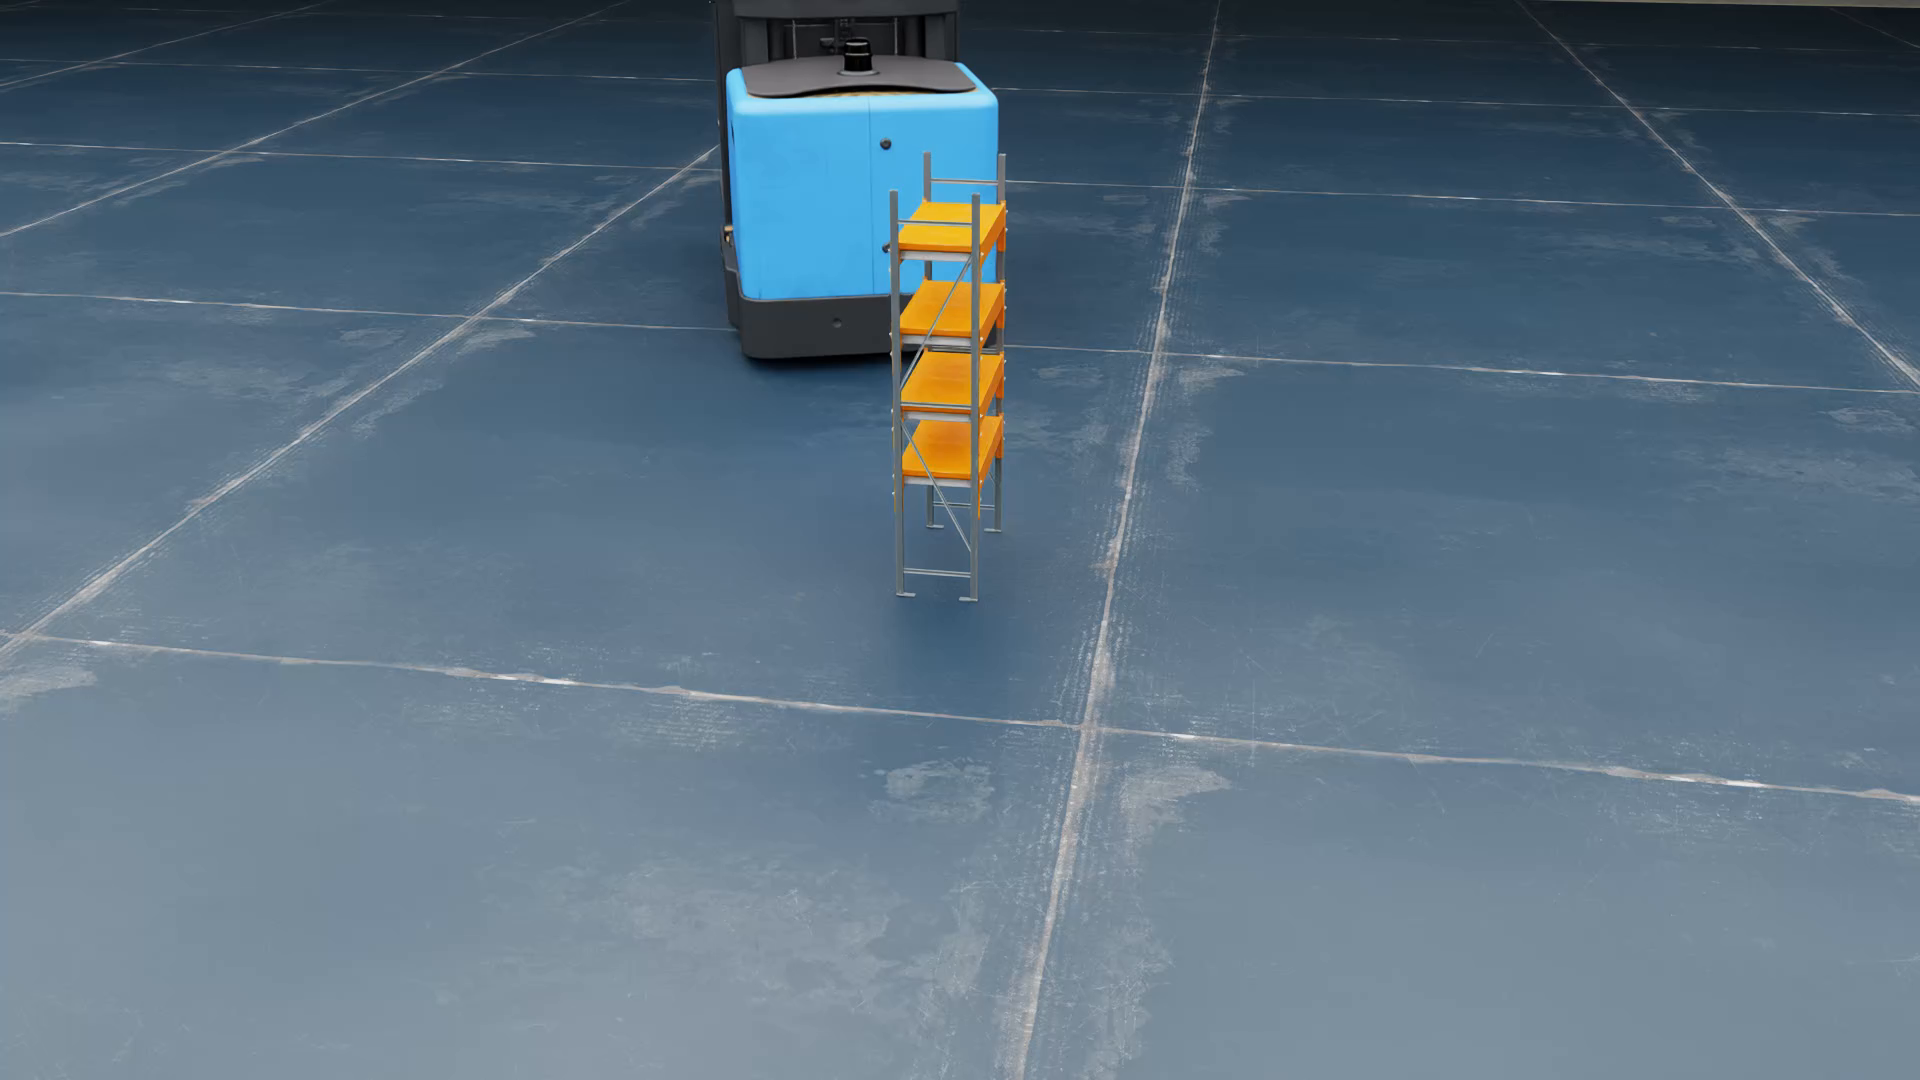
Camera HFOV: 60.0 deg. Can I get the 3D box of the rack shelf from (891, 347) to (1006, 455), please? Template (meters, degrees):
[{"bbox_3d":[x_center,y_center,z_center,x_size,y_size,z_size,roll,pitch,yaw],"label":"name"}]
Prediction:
[{"bbox_3d":[-0.027,-0.413,4.876,0.258,0.148,0.480,4,25,9],"label":"rack shelf"}]

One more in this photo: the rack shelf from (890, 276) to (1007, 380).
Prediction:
[{"bbox_3d":[-0.027,-0.616,4.781,0.258,0.148,0.480,4,25,9],"label":"rack shelf"}]

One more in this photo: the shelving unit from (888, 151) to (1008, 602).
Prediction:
[{"bbox_3d":[-0.027,-0.474,4.848,0.258,1.200,0.503,4,25,9],"label":"shelving unit"}]

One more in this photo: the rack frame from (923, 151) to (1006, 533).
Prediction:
[{"bbox_3d":[0.013,-0.576,5.066,0.240,1.200,0.015,4,25,9],"label":"rack frame"}]

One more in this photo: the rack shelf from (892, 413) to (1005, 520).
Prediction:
[{"bbox_3d":[-0.027,-0.233,4.960,0.258,0.148,0.480,4,25,9],"label":"rack shelf"}]

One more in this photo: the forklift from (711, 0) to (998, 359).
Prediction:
[{"bbox_3d":[-0.585,-2.646,7.445,1.130,2.935,3.031,-4,25,-8],"label":"forklift"}]

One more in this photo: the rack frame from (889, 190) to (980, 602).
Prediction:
[{"bbox_3d":[-0.067,-0.372,4.630,0.240,1.200,0.015,4,25,9],"label":"rack frame"}]

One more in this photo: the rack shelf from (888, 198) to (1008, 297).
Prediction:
[{"bbox_3d":[-0.027,-0.830,4.681,0.258,0.148,0.480,4,25,9],"label":"rack shelf"}]
